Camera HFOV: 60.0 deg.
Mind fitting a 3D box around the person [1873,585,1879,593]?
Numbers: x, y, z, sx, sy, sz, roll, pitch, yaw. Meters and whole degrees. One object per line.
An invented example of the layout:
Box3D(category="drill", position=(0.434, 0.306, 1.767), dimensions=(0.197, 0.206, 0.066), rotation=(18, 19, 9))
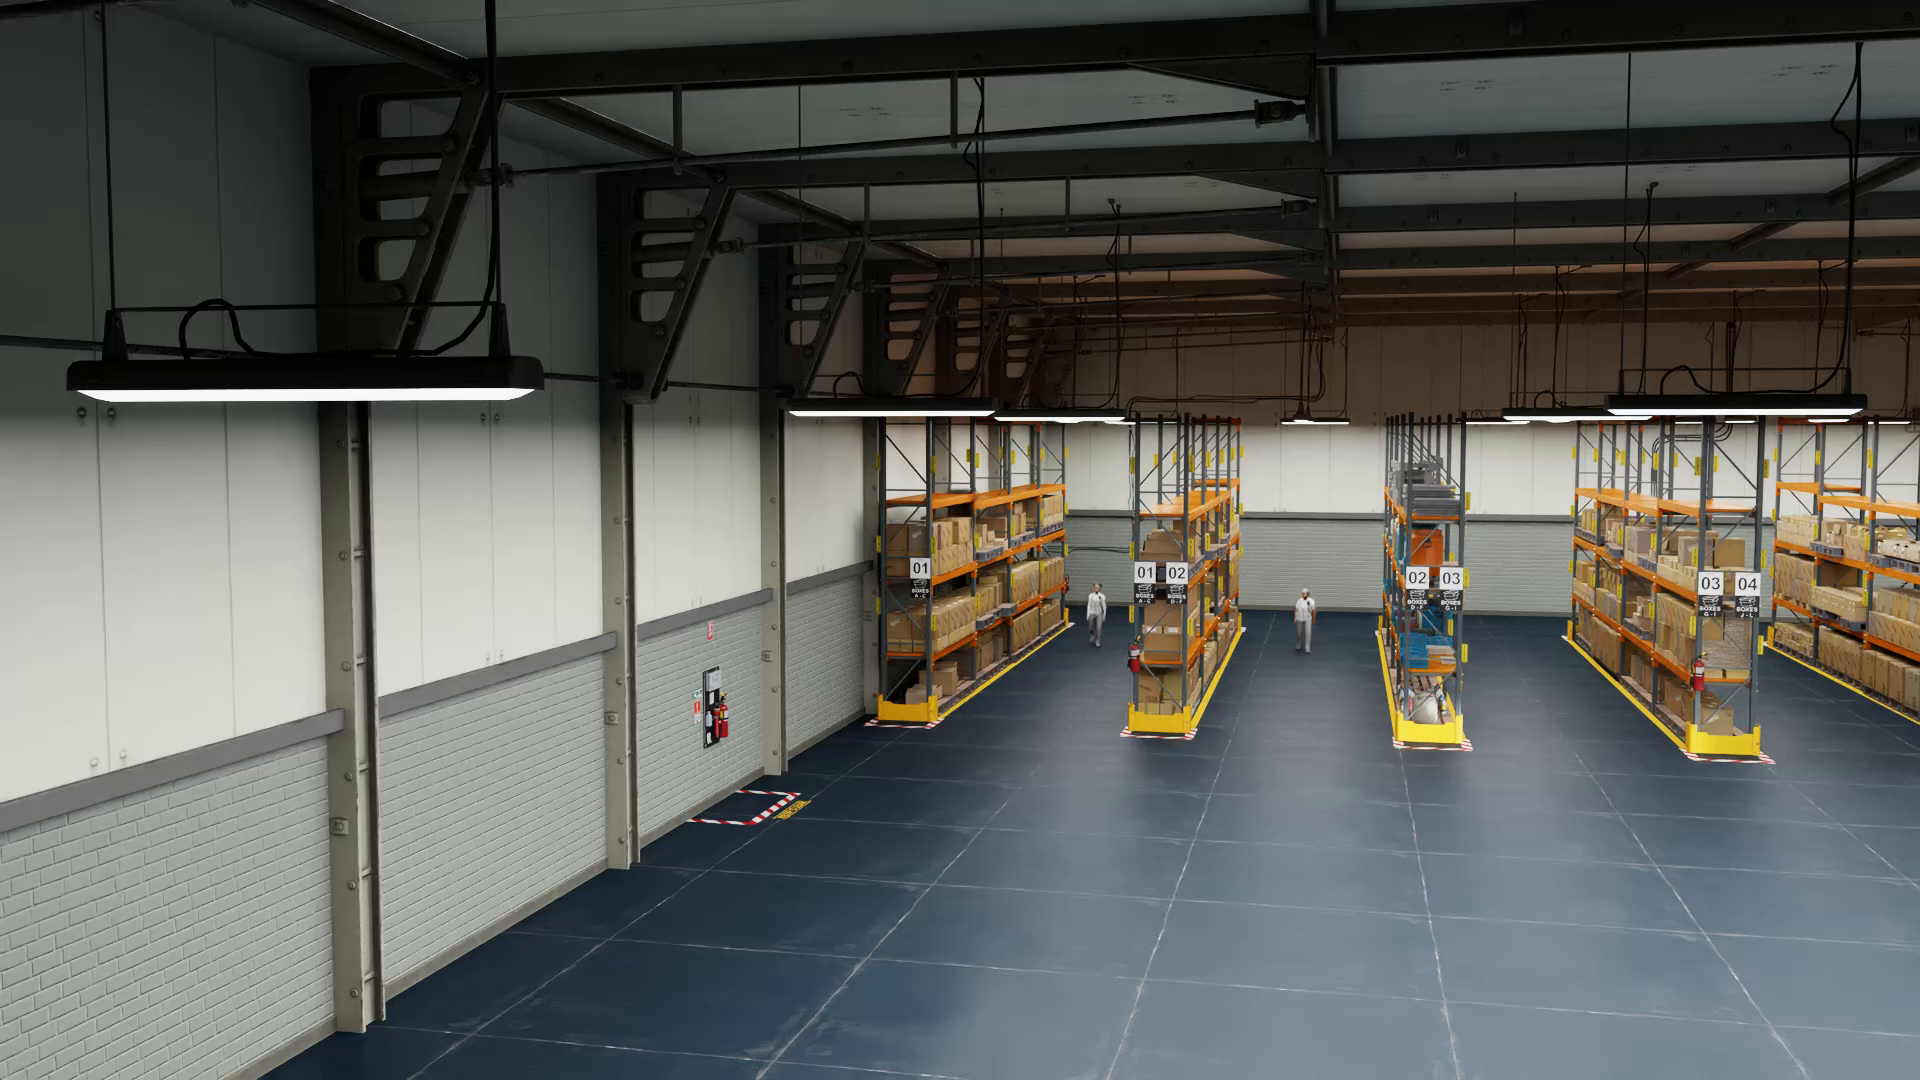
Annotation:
Box3D(category="person", position=(23.878, 1.966, 43.451), dimensions=(1.016, 1.598, 0.544), rotation=(3, 5, 38))

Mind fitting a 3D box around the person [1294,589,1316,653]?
Box3D(category="person", position=(8.784, 2.045, 42.389), dimensions=(0.555, 1.618, 0.940), rotation=(0, 4, 7))

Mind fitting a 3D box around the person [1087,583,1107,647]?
Box3D(category="person", position=(3.592, 1.935, 43.588), dimensions=(0.506, 1.656, 0.708), rotation=(1, 4, 10))
